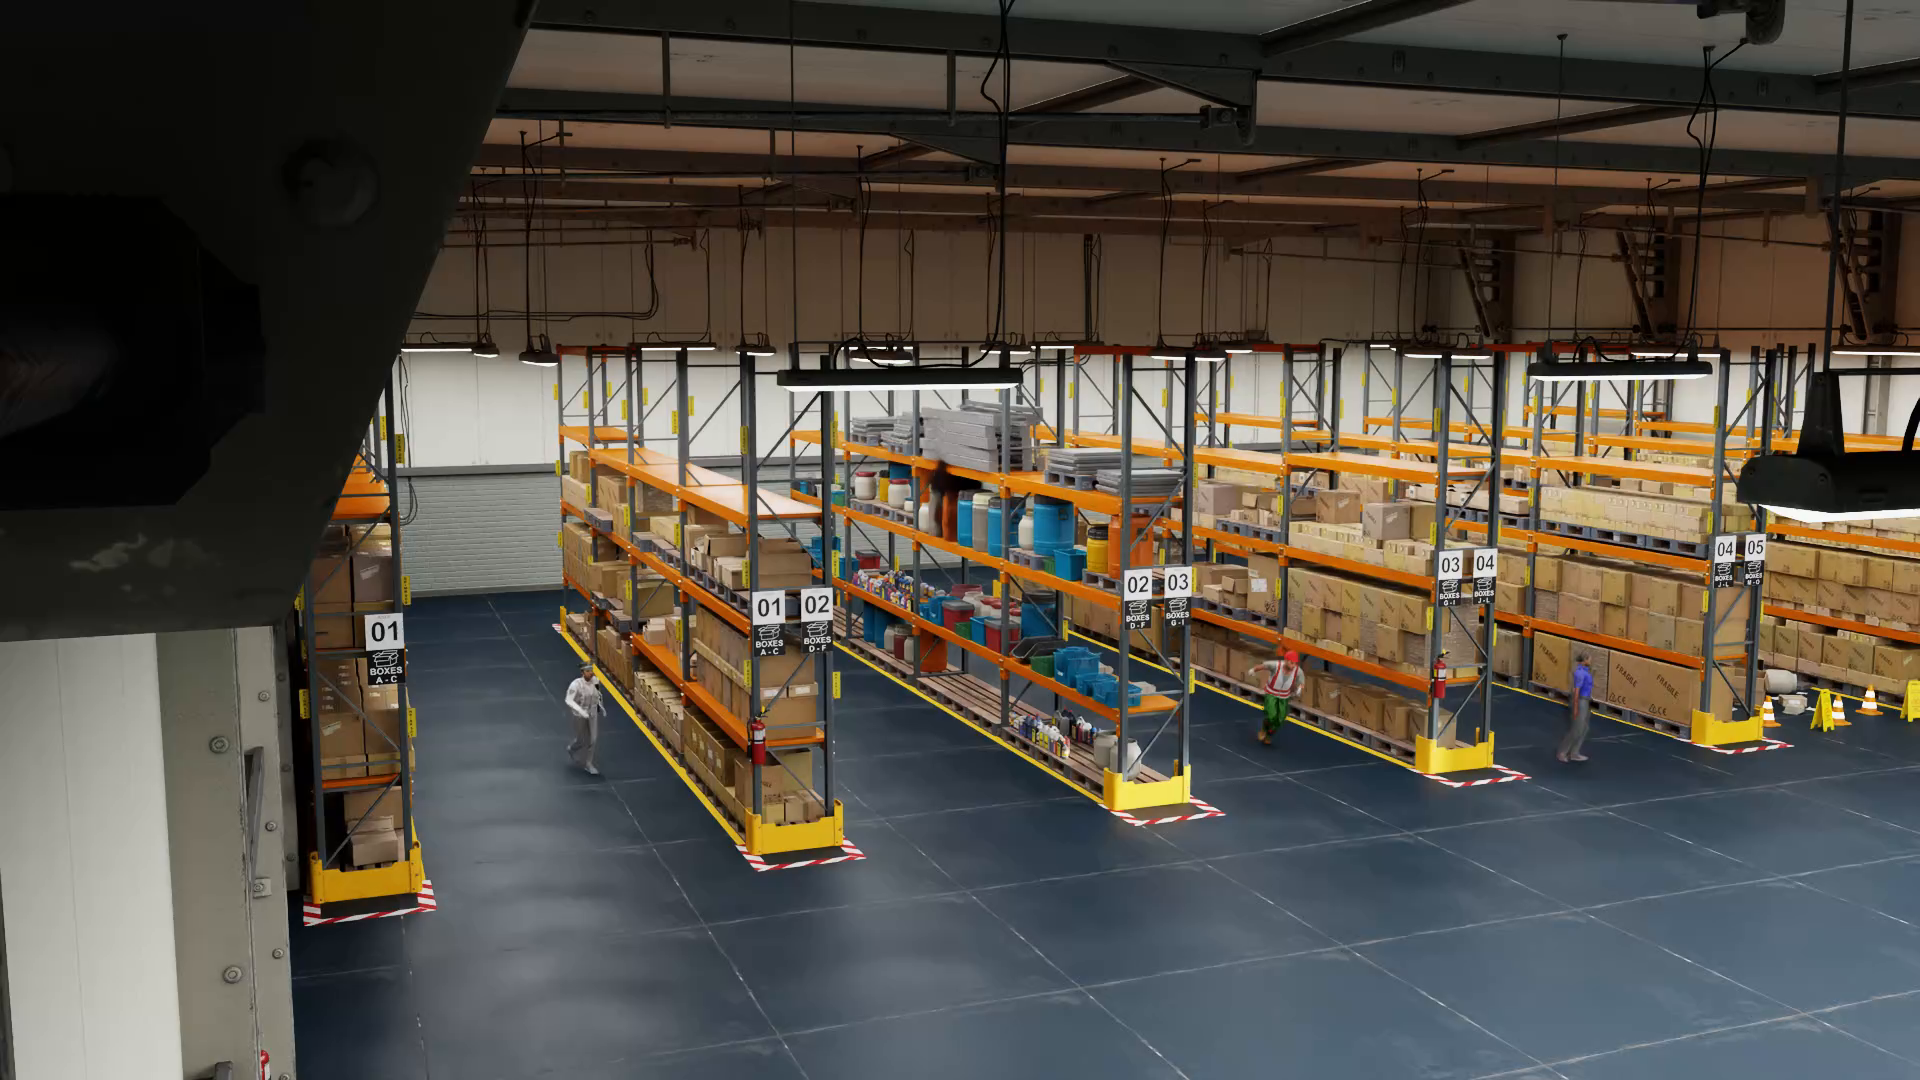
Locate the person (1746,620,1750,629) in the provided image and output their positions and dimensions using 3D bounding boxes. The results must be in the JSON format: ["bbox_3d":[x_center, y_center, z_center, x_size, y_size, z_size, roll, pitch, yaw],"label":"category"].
[{"bbox_3d":[15.763,1.258,33.434,0.527,1.655,0.570,-5,9,-32],"label":"person"}]

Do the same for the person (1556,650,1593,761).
[{"bbox_3d":[9.013,2.434,24.358,0.448,1.641,0.581,4,8,27],"label":"person"}]

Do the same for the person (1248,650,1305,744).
[{"bbox_3d":[4.810,2.375,25.063,0.699,1.540,1.016,-1,7,-7],"label":"person"}]

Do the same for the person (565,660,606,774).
[{"bbox_3d":[-5.418,2.501,23.876,0.610,1.650,0.762,-5,9,-36],"label":"person"}]
